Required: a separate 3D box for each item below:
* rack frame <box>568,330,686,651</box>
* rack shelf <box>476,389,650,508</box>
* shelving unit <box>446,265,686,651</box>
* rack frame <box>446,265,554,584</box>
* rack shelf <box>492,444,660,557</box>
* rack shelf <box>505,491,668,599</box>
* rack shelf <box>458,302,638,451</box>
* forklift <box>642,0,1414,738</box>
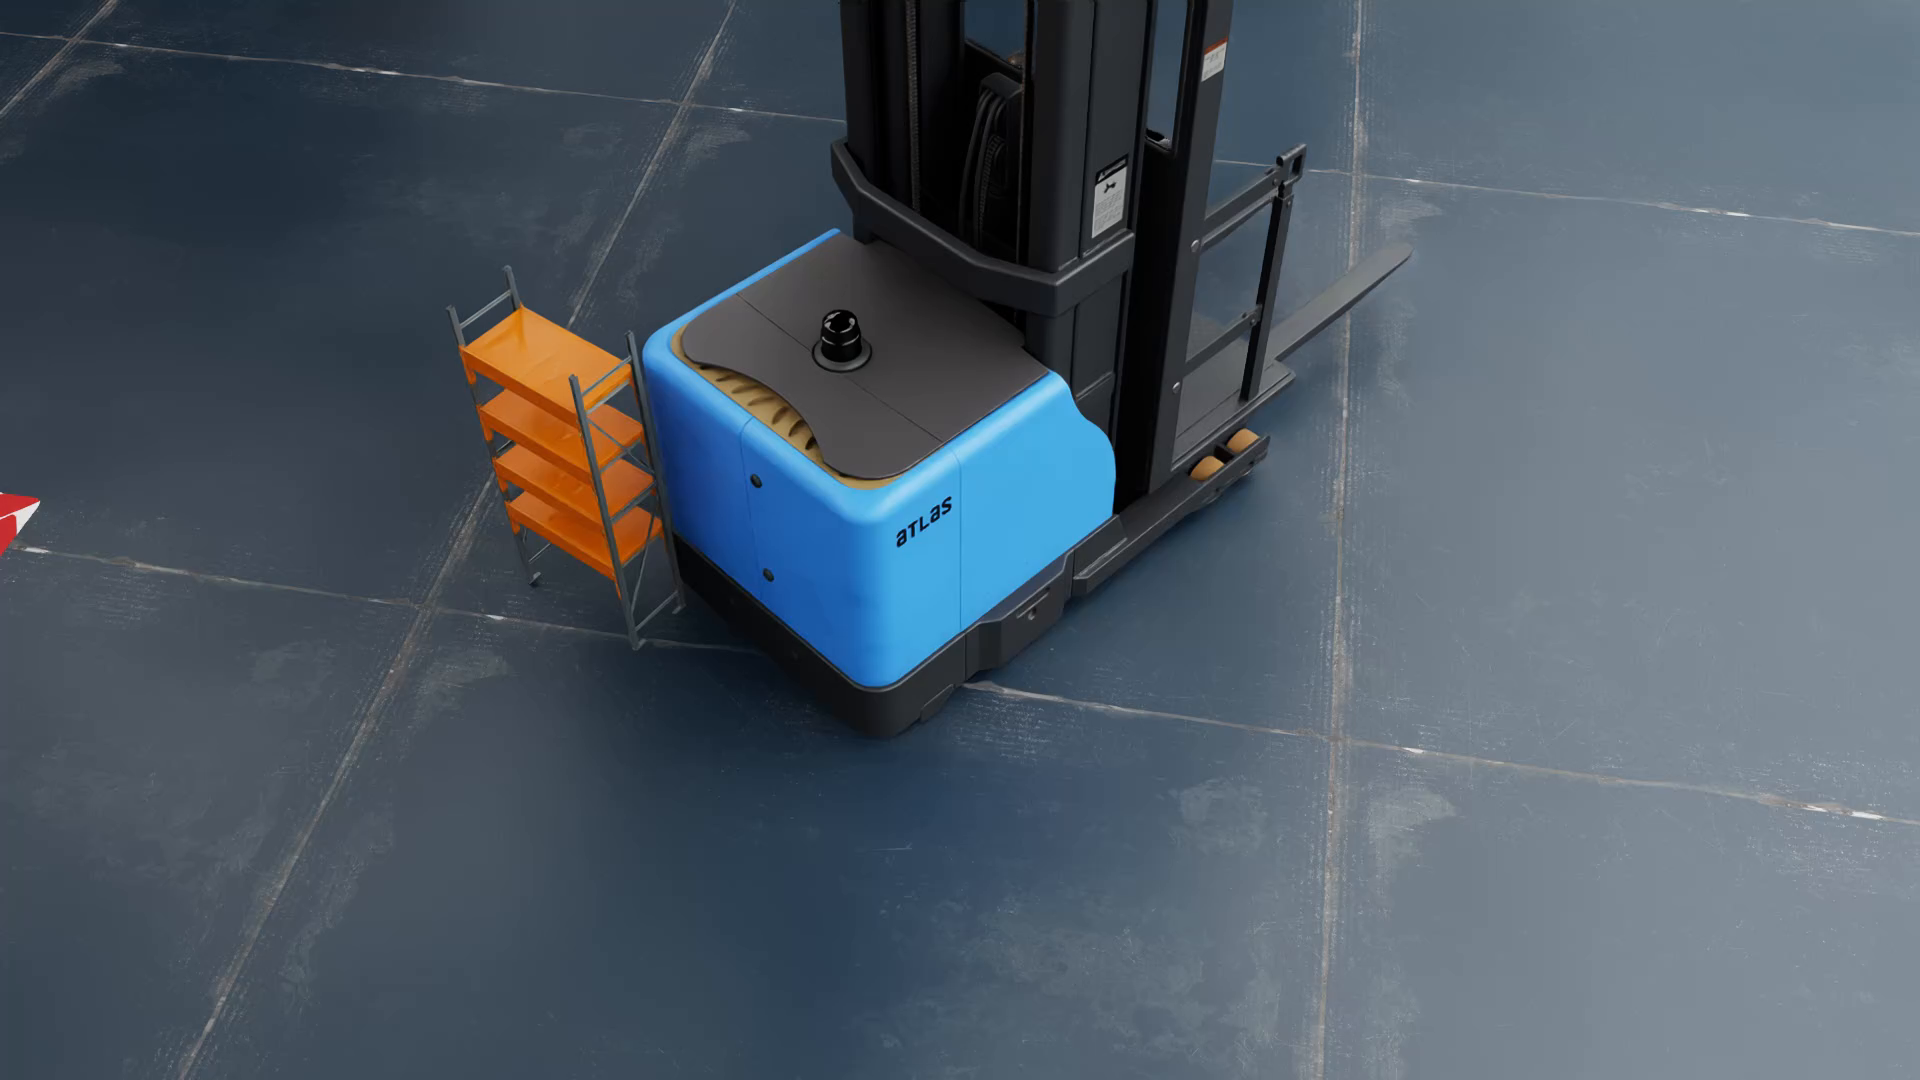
[{"bbox_3d":[-0.992,-0.112,5.044,0.015,1.200,0.240,29,54,23],"label":"rack frame"},{"bbox_3d":[-1.189,-0.324,5.024,0.480,0.148,0.258,29,54,23],"label":"rack shelf"},{"bbox_3d":[-1.189,-0.220,5.140,0.503,1.200,0.258,29,54,23],"label":"shelving unit"},{"bbox_3d":[-1.386,-0.327,5.237,0.015,1.200,0.240,29,54,23],"label":"rack frame"},{"bbox_3d":[-1.189,-0.175,5.190,0.480,0.148,0.258,29,54,23],"label":"rack shelf"},{"bbox_3d":[-1.189,-0.042,5.338,0.480,0.148,0.258,29,54,23],"label":"rack shelf"},{"bbox_3d":[-1.189,-0.482,4.848,0.480,0.148,0.258,29,54,23],"label":"rack shelf"},{"bbox_3d":[0.458,-1.358,5.000,3.031,2.935,1.130,-36,57,-28],"label":"forklift"}]
